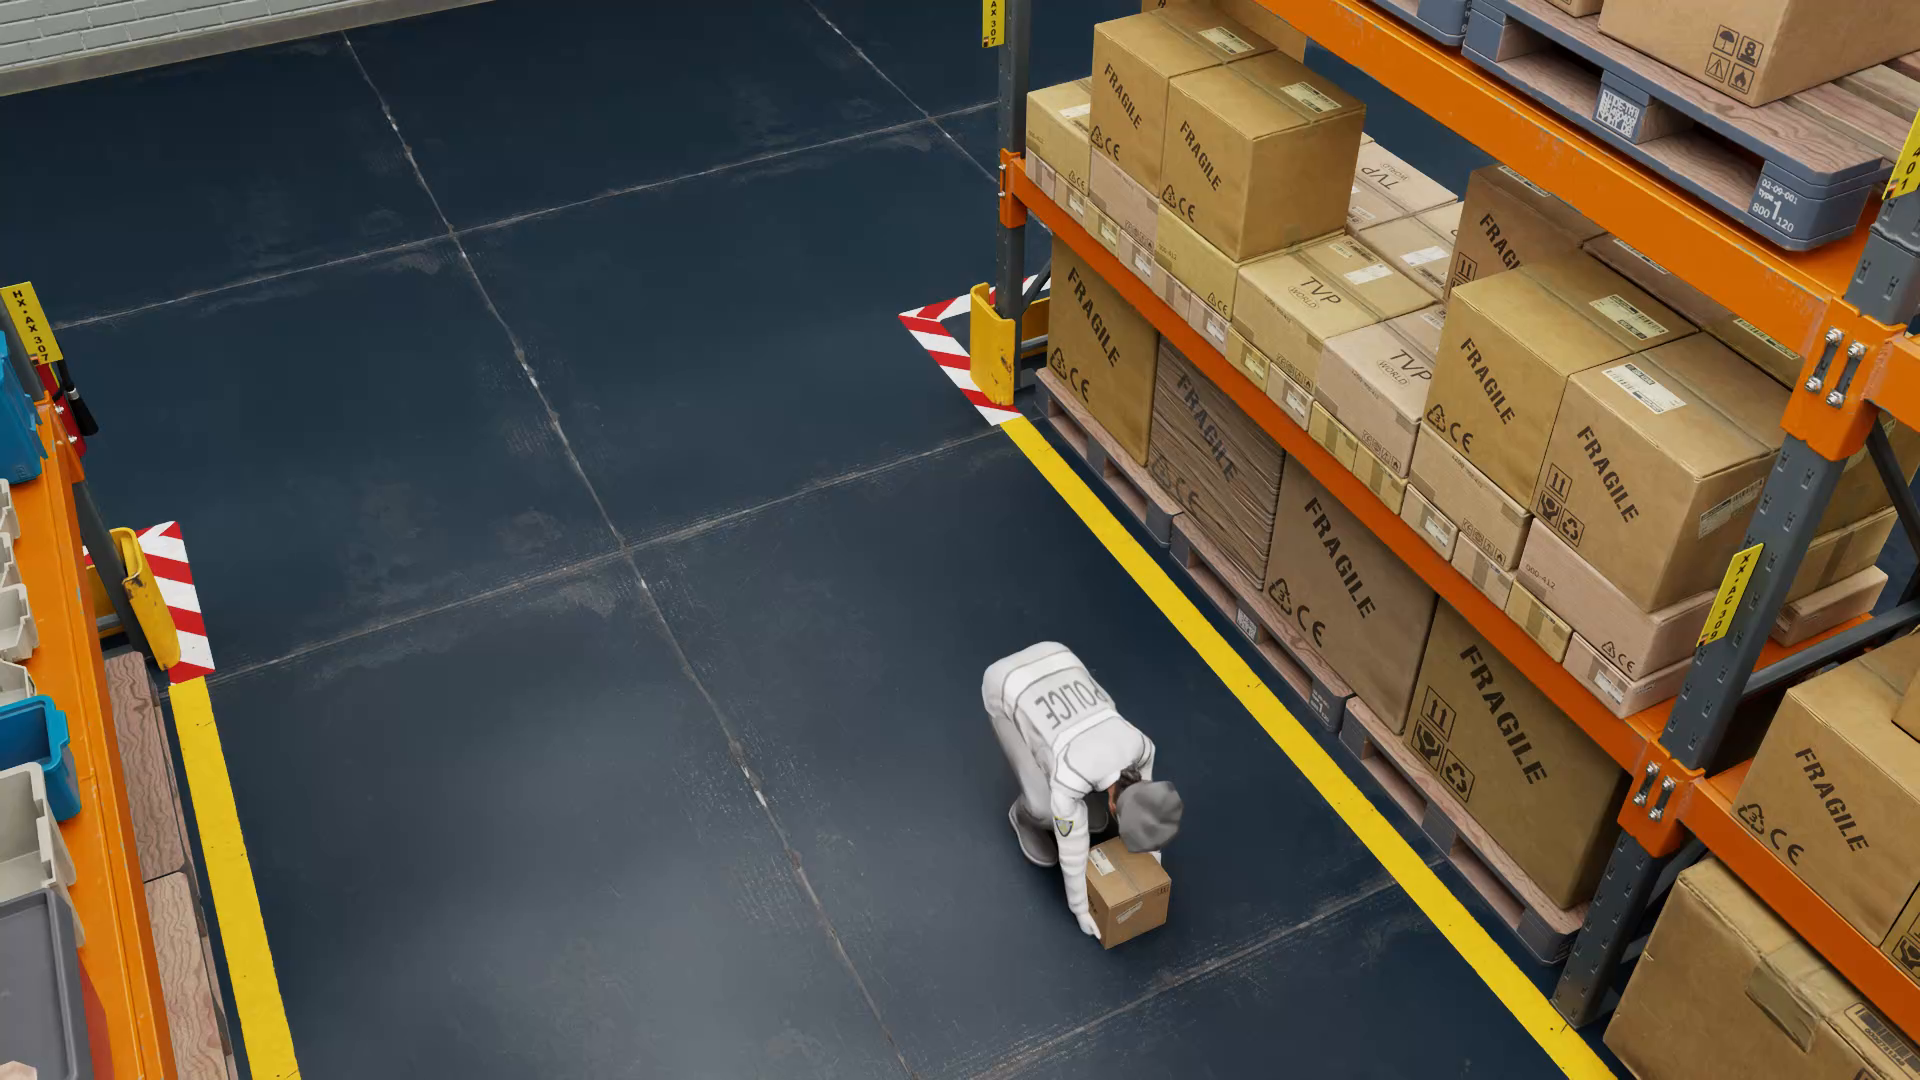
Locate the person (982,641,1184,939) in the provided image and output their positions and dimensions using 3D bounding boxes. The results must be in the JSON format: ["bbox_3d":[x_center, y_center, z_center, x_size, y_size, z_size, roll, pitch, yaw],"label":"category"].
[{"bbox_3d":[0.426,0.860,5.874,0.456,0.783,0.910,-20,45,-21],"label":"person"}]
